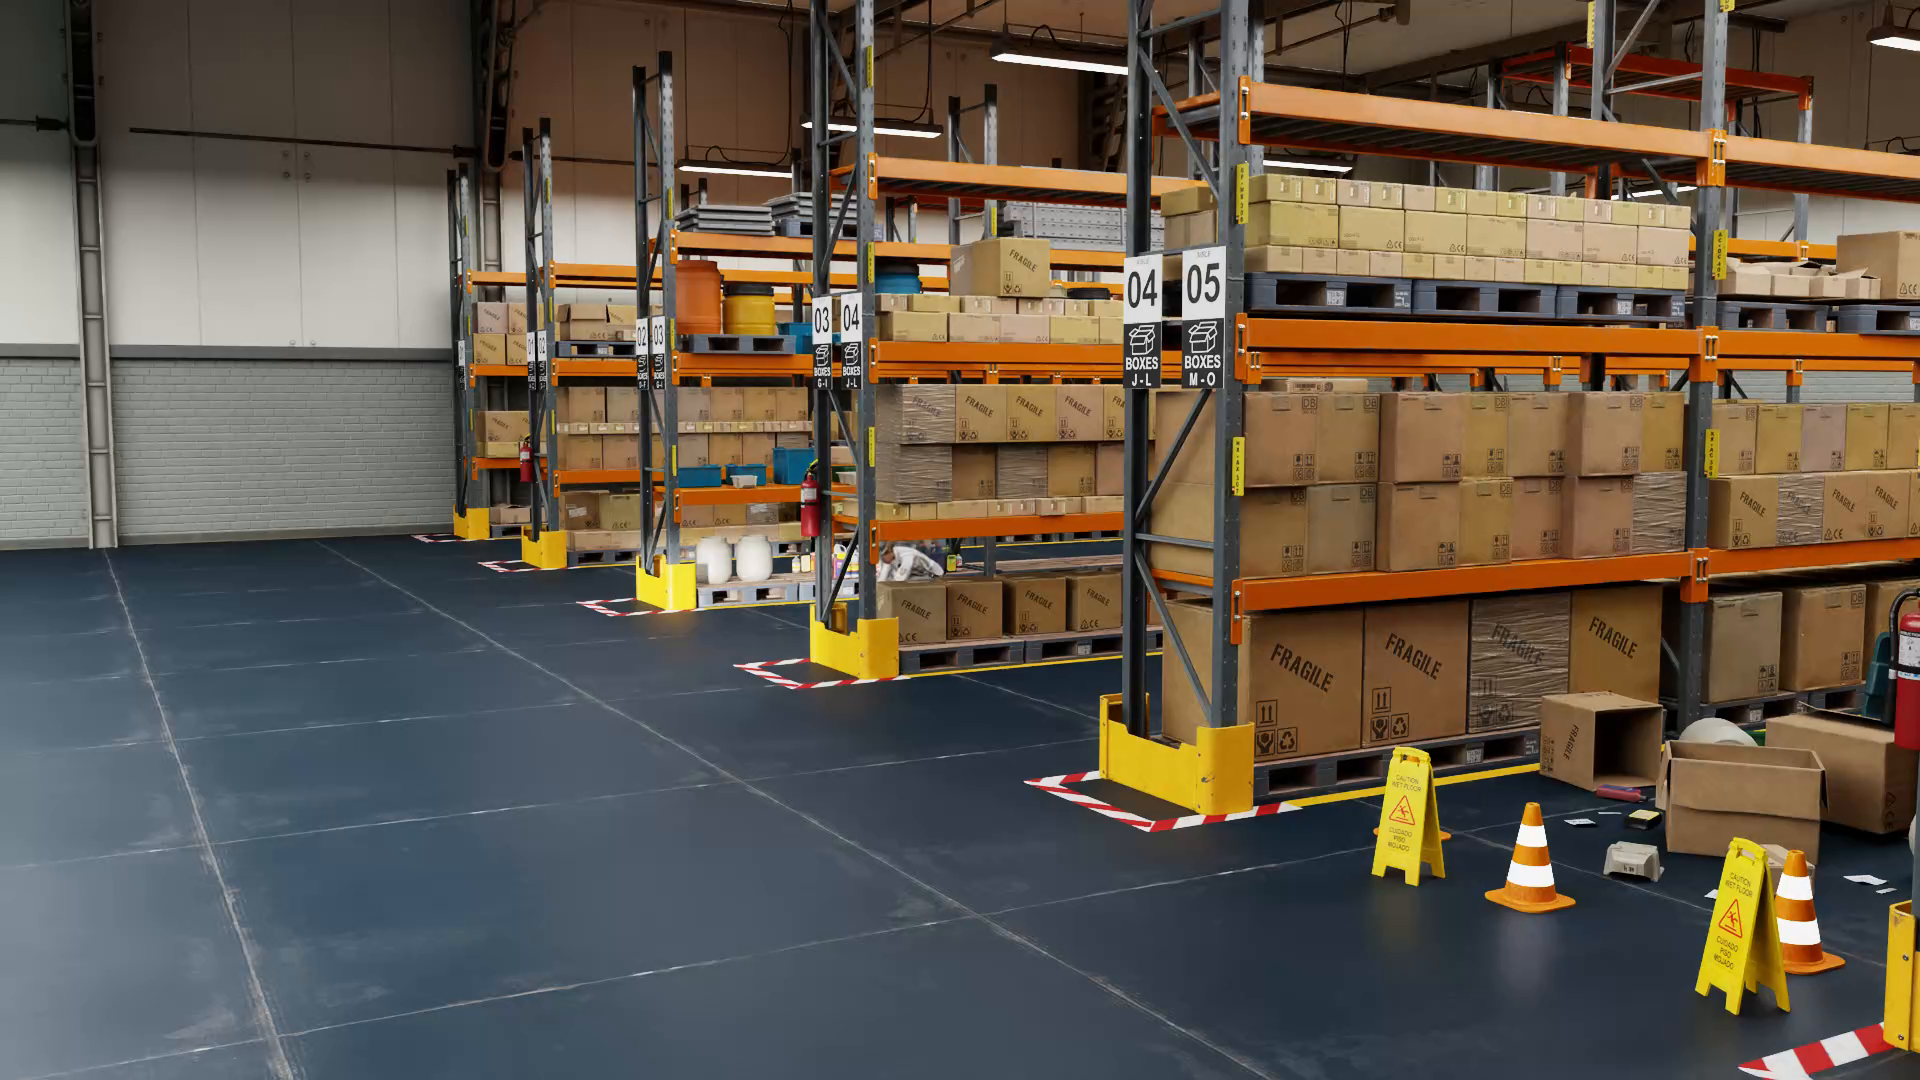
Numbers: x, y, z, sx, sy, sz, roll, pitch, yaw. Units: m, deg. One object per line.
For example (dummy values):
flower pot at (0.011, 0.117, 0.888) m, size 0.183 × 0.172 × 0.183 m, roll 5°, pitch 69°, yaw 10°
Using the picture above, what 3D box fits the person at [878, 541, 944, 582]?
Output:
person at (-0.580, 0.398, 17.397) m, size 0.856 × 0.899 × 0.486 m, roll -3°, pitch 6°, yaw -29°
